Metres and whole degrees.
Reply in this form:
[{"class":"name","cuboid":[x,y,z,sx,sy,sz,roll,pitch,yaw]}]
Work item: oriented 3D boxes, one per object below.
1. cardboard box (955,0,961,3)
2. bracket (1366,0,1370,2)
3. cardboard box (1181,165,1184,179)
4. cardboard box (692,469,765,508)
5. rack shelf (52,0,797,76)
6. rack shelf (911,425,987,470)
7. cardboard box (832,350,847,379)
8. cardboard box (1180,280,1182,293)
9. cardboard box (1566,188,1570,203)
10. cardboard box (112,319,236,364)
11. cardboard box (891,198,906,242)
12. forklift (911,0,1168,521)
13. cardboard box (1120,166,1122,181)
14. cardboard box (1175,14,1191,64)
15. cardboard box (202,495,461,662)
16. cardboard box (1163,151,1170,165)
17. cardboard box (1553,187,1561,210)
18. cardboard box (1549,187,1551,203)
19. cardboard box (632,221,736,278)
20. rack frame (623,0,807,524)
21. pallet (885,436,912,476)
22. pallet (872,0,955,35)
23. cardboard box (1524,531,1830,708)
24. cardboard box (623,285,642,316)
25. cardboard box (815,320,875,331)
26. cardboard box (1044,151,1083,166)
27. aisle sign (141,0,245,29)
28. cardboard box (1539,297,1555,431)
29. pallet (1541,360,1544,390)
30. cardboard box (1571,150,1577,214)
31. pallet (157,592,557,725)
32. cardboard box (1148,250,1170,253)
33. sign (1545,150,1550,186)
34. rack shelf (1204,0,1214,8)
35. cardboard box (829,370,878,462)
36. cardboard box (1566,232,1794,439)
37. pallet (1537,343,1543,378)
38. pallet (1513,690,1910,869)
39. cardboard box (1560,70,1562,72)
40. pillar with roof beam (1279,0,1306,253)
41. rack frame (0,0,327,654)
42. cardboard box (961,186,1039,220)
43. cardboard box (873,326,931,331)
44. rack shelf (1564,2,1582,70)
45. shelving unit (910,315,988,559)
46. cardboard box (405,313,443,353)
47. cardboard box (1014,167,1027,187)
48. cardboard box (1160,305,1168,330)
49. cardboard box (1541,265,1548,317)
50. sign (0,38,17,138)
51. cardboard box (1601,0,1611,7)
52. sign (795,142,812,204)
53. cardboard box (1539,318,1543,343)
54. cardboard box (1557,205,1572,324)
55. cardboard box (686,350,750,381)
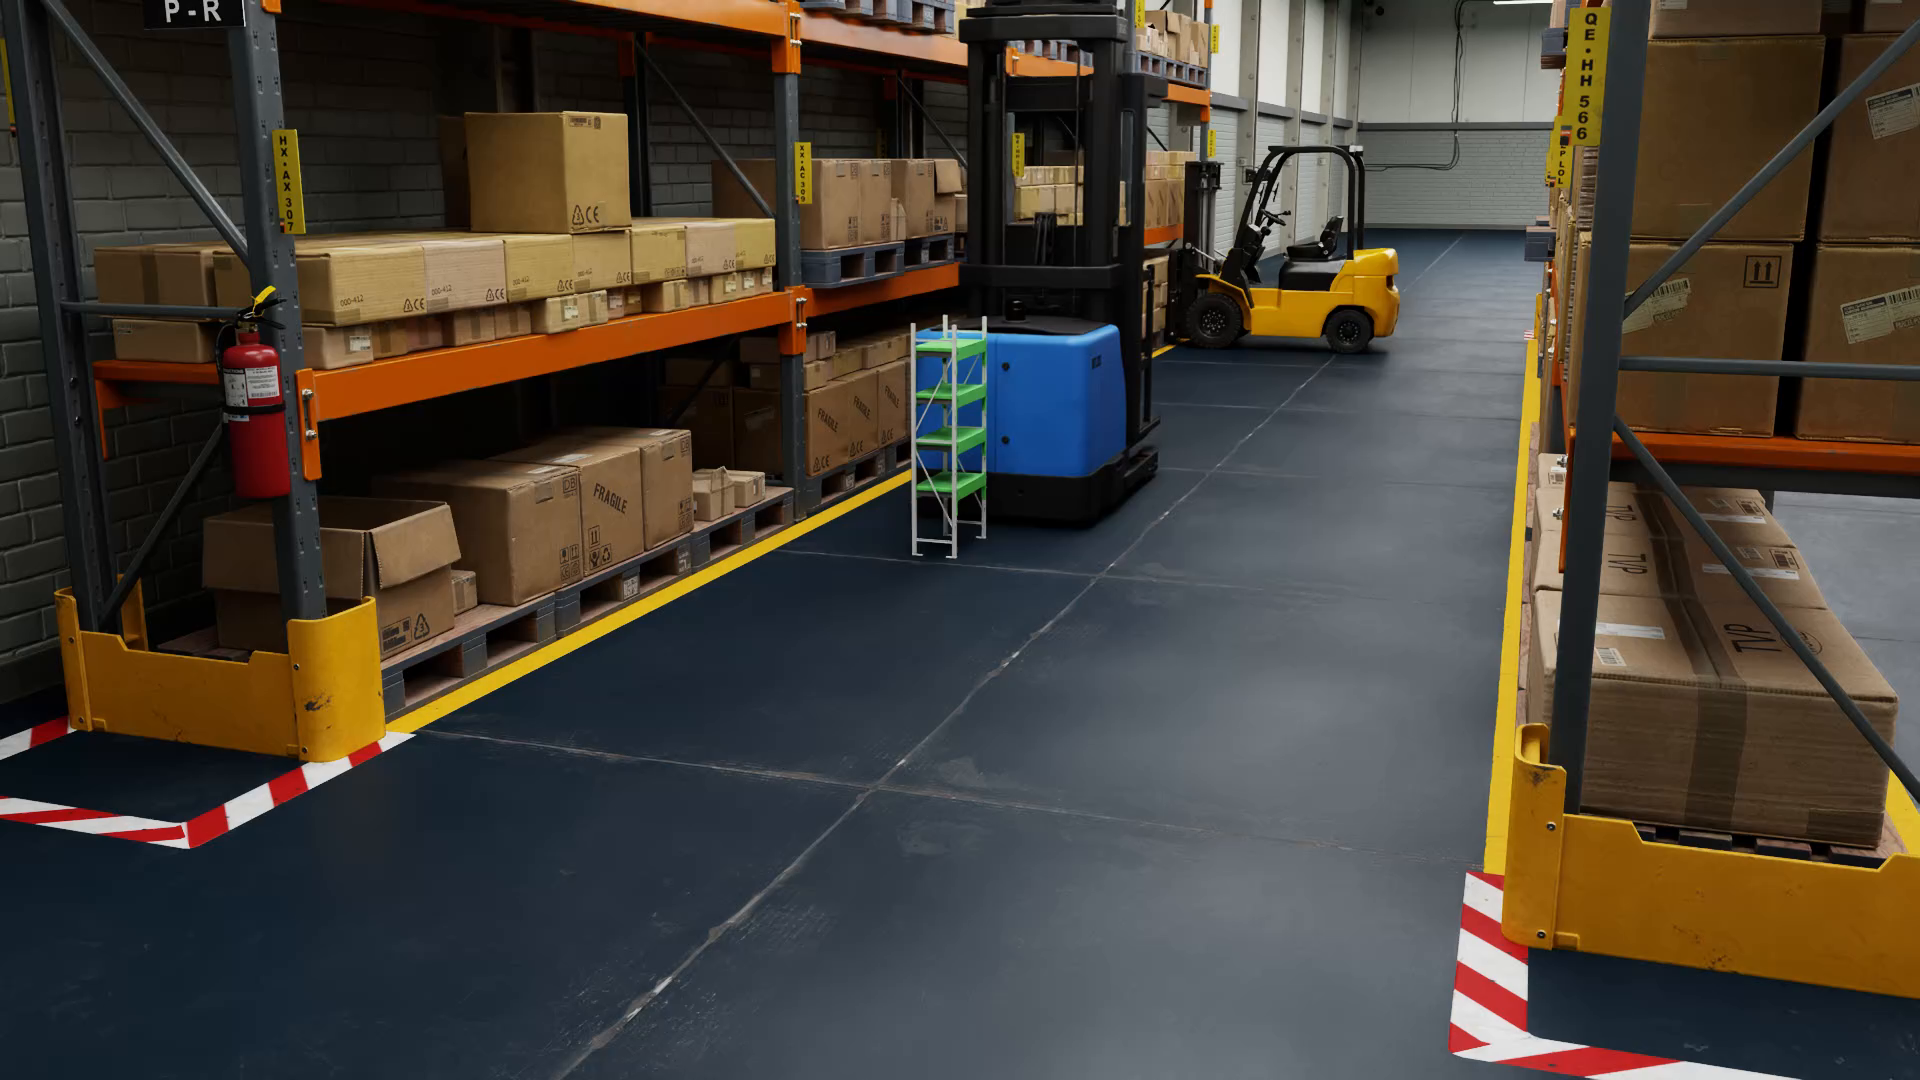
[{"class":"cardboard box","cuboid":[-0.212,-3.776,11.489,0.380,0.149,0.250,4,14,18]},{"class":"bracket","cuboid":[10.511,-14.389,43.720,0.076,0.066,4.783,4,14,18]},{"class":"cardboard box","cuboid":[2.338,-4.185,18.900,0.380,0.149,0.250,4,13,17]},{"class":"cardboard box","cuboid":[-1.271,-0.280,8.937,0.380,0.149,0.250,4,13,17]},{"class":"rack shelf","cuboid":[-2.016,-2.294,7.175,1.077,0.370,4.000,4,14,18]},{"class":"rack shelf","cuboid":[-0.054,-0.488,8.716,0.258,0.148,0.480,4,14,18]},{"class":"cardboard box","cuboid":[-0.912,-1.081,10.200,0.380,0.149,0.250,4,13,15]},{"class":"cardboard box","cuboid":[2.333,-2.898,19.057,0.500,0.250,0.500,4,13,17]},{"class":"cardboard box","cuboid":[3.236,-1.896,8.080,0.500,0.500,0.500,5,14,20]},{"class":"cardboard box","cuboid":[-2.809,-0.728,6.002,0.380,0.149,0.250,4,14,18]},{"class":"cardboard box","cuboid":[-0.556,-2.008,10.402,0.396,0.266,0.258,5,14,21]},{"class":"forklift","cuboid":[0.653,-1.817,10.363,1.130,2.935,3.031,4,13,17]},{"class":"cardboard box","cuboid":[1.572,-3.701,16.781,0.380,0.149,0.250,4,13,18]},{"class":"cardboard box","cuboid":[2.176,-5.576,18.542,0.700,0.500,0.500,4,14,19]},{"class":"cardboard box","cuboid":[-2.375,0.129,6.349,0.797,0.503,0.637,4,13,16]},{"class":"cardboard box","cuboid":[2.107,-4.226,18.413,0.380,0.149,0.250,5,14,19]},{"class":"cardboard box","cuboid":[4.508,-2.604,11.817,0.500,0.500,0.500,4,13,17]},{"class":"cardboard box","cuboid":[6.796,-3.888,18.387,0.500,0.500,0.500,4,13,18]},{"class":"cardboard box","cuboid":[-1.450,-1.444,8.244,0.500,0.250,0.500,4,14,19]},{"class":"rack frame","cuboid":[-1.368,-1.604,9.274,1.000,3.000,0.127,4,14,18]},{"class":"pallet","cuboid":[-0.748,-0.676,11.475,1.003,0.211,1.213,4,14,18]},{"class":"pallet","cuboid":[-0.758,-3.325,10.498,1.213,0.211,1.003,4,14,18]},{"class":"cardboard box","cuboid":[2.442,0.300,5.747,0.875,0.438,0.875,5,14,20]},{"class":"cardboard box","cuboid":[-1.713,-1.128,7.753,0.380,0.149,0.250,5,14,19]},{"class":"cardboard box","cuboid":[-0.830,-1.498,12.027,0.380,0.149,0.250,4,13,16]},{"class":"cardboard box","cuboid":[1.037,-3.887,16.927,0.380,0.149,0.250,4,14,19]},{"class":"aisle sign","cuboid":[-2.407,-1.993,5.139,0.394,0.787,0.004,4,14,18]},{"class":"cardboard box","cuboid":[4.322,-1.119,10.980,0.875,0.875,0.875,4,14,18]},{"class":"pallet","cuboid":[5.667,-1.408,14.683,1.003,0.211,1.213,4,14,18]},{"class":"cardboard box","cuboid":[2.600,-1.488,6.293,0.500,0.500,0.500,5,14,19]},{"class":"pallet","cuboid":[-2.381,0.414,6.700,1.003,0.211,1.213,4,14,18]},{"class":"cardboard box","cuboid":[2.501,-3.255,19.495,0.500,0.250,0.500,5,14,19]},{"class":"sign","cuboid":[5.402,-3.391,15.159,0.100,0.325,0.005,4,14,18]},{"class":"rack shelf","cuboid":[1.867,-6.088,17.955,1.077,0.370,4.000,4,14,18]},{"class":"cardboard box","cuboid":[-0.836,-0.788,10.375,0.500,0.500,0.500,4,14,18]},{"class":"cardboard box","cuboid":[1.941,-0.574,4.539,0.500,0.500,0.500,4,14,19]},{"class":"pallet","cuboid":[6.102,-1.716,16.032,1.003,0.211,1.213,4,14,18]},{"class":"pallet","cuboid":[2.220,0.781,5.094,1.003,0.211,1.213,4,14,18]},{"class":"cardboard box","cuboid":[6.797,-5.221,18.051,0.500,0.250,0.500,4,13,17]},{"class":"pillar with roof beam","cuboid":[11.334,-10.453,34.565,9.100,9.000,0.400,4,14,18]},{"class":"rack frame","cuboid":[-2.663,-0.762,5.584,1.000,3.000,0.127,4,14,18]},{"class":"cardboard box","cuboid":[0.324,-2.691,13.249,0.500,0.250,0.500,4,14,18]},{"class":"cardboard box","cuboid":[-0.389,-1.409,11.637,0.380,0.149,0.250,4,13,18]},{"class":"rack shelf","cuboid":[3.977,-2.780,9.302,1.077,0.370,4.000,4,14,18]},{"class":"shelving unit","cuboid":[-0.054,-0.550,8.702,0.258,1.200,0.503,4,14,18]},{"class":"cardboard box","cuboid":[-2.206,-0.803,6.331,0.380,0.149,0.250,4,14,18]},{"class":"cardboard box","cuboid":[0.308,-2.857,13.081,0.380,0.149,0.250,5,14,20]},{"class":"cardboard box","cuboid":[1.991,-2.448,18.207,0.500,0.250,0.500,5,14,19]},{"class":"cardboard box","cuboid":[6.182,-2.520,16.838,0.500,0.500,0.500,5,14,21]},{"class":"sign","cuboid":[-3.181,-1.524,5.613,0.100,0.325,0.005,4,14,18]},{"class":"cardboard box","cuboid":[2.025,-1.463,4.727,0.380,0.149,0.250,4,14,18]},{"class":"sign","cuboid":[-0.853,-1.988,9.013,0.100,0.325,0.005,4,14,18]},{"class":"cardboard box","cuboid":[6.018,-2.052,16.475,0.500,0.250,0.500,4,13,17]},{"class":"cardboard box","cuboid":[2.930,-1.216,7.350,0.500,0.500,0.500,5,14,20]},{"class":"cardboard box","cuboid":[-1.442,-1.060,10.108,0.380,0.149,0.250,4,14,18]}]
